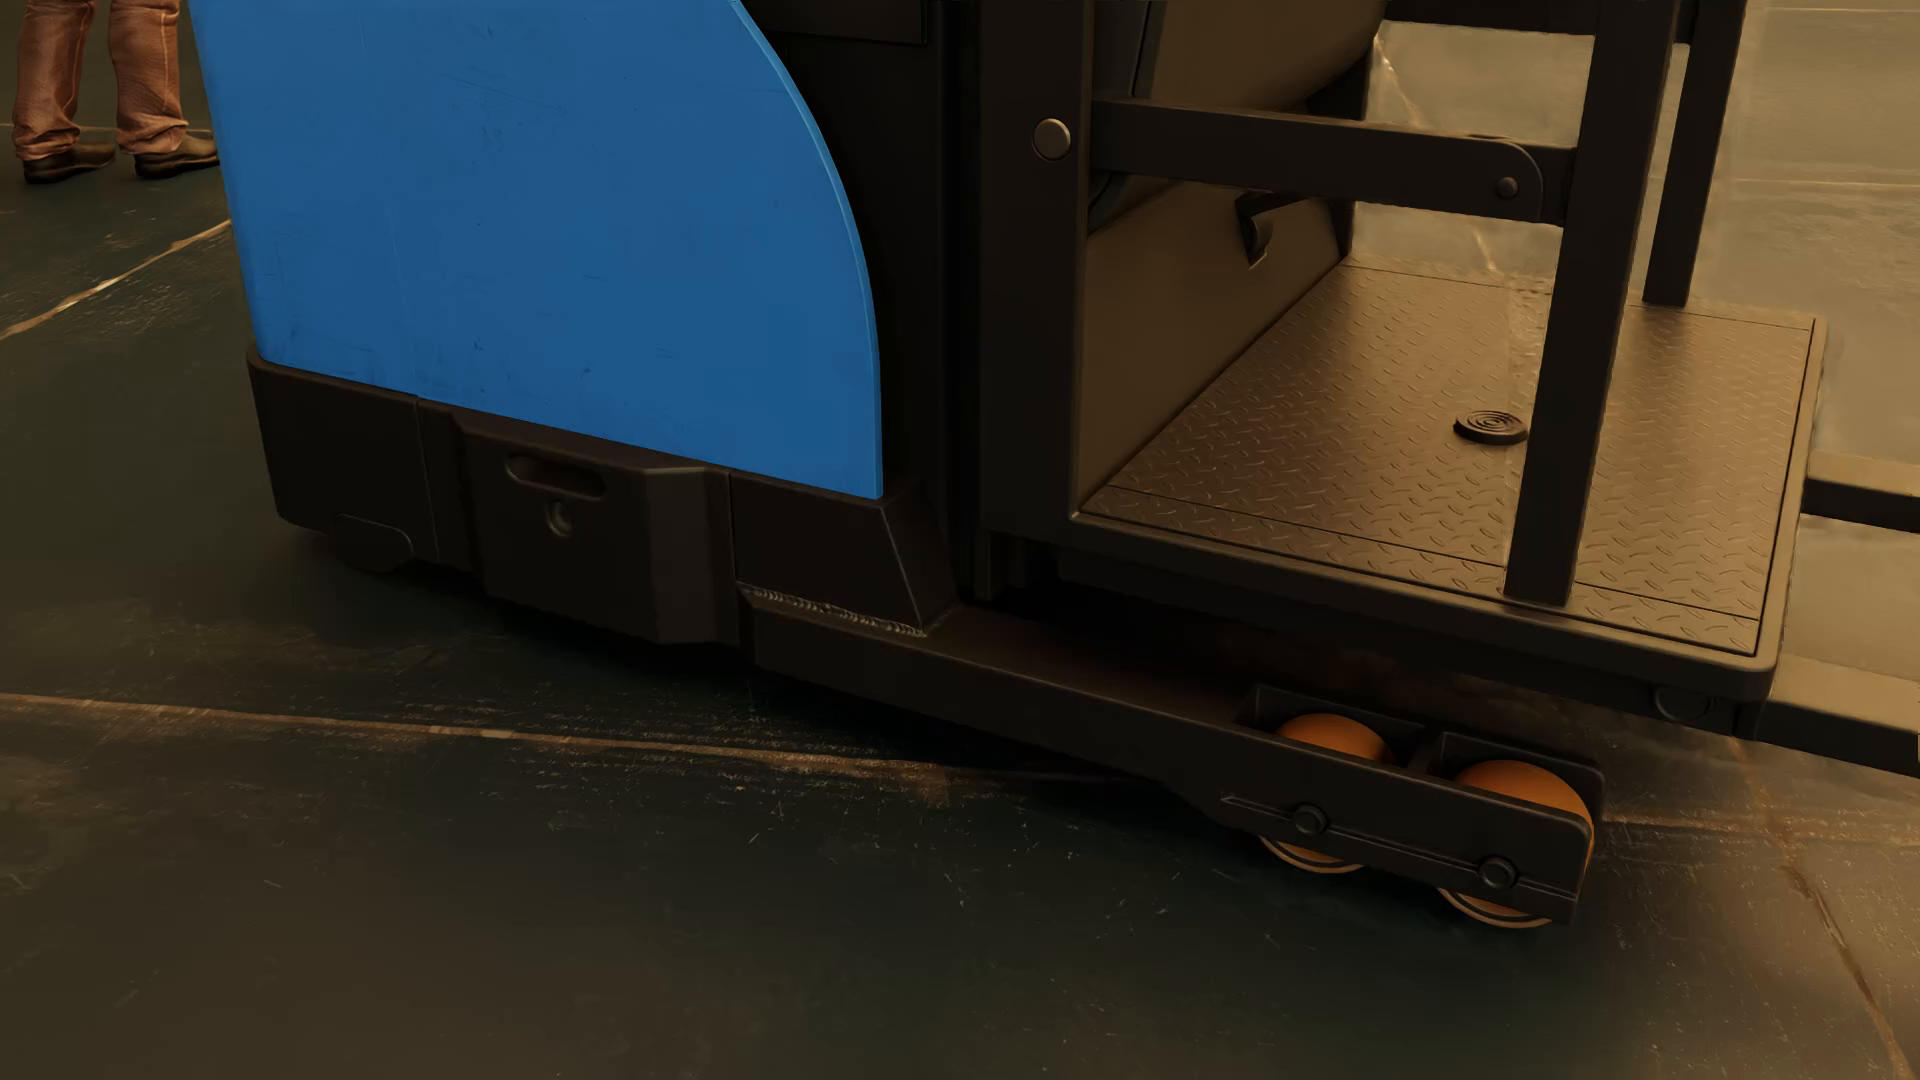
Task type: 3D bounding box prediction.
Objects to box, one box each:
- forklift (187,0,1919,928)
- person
[{"bbox_3d":[0.542,-1.187,1.595,3.031,2.935,1.130,13,29,24],"label":"forklift"},{"bbox_3d":[-2.306,-1.752,4.149,0.737,1.683,0.519,15,30,28],"label":"person"}]
